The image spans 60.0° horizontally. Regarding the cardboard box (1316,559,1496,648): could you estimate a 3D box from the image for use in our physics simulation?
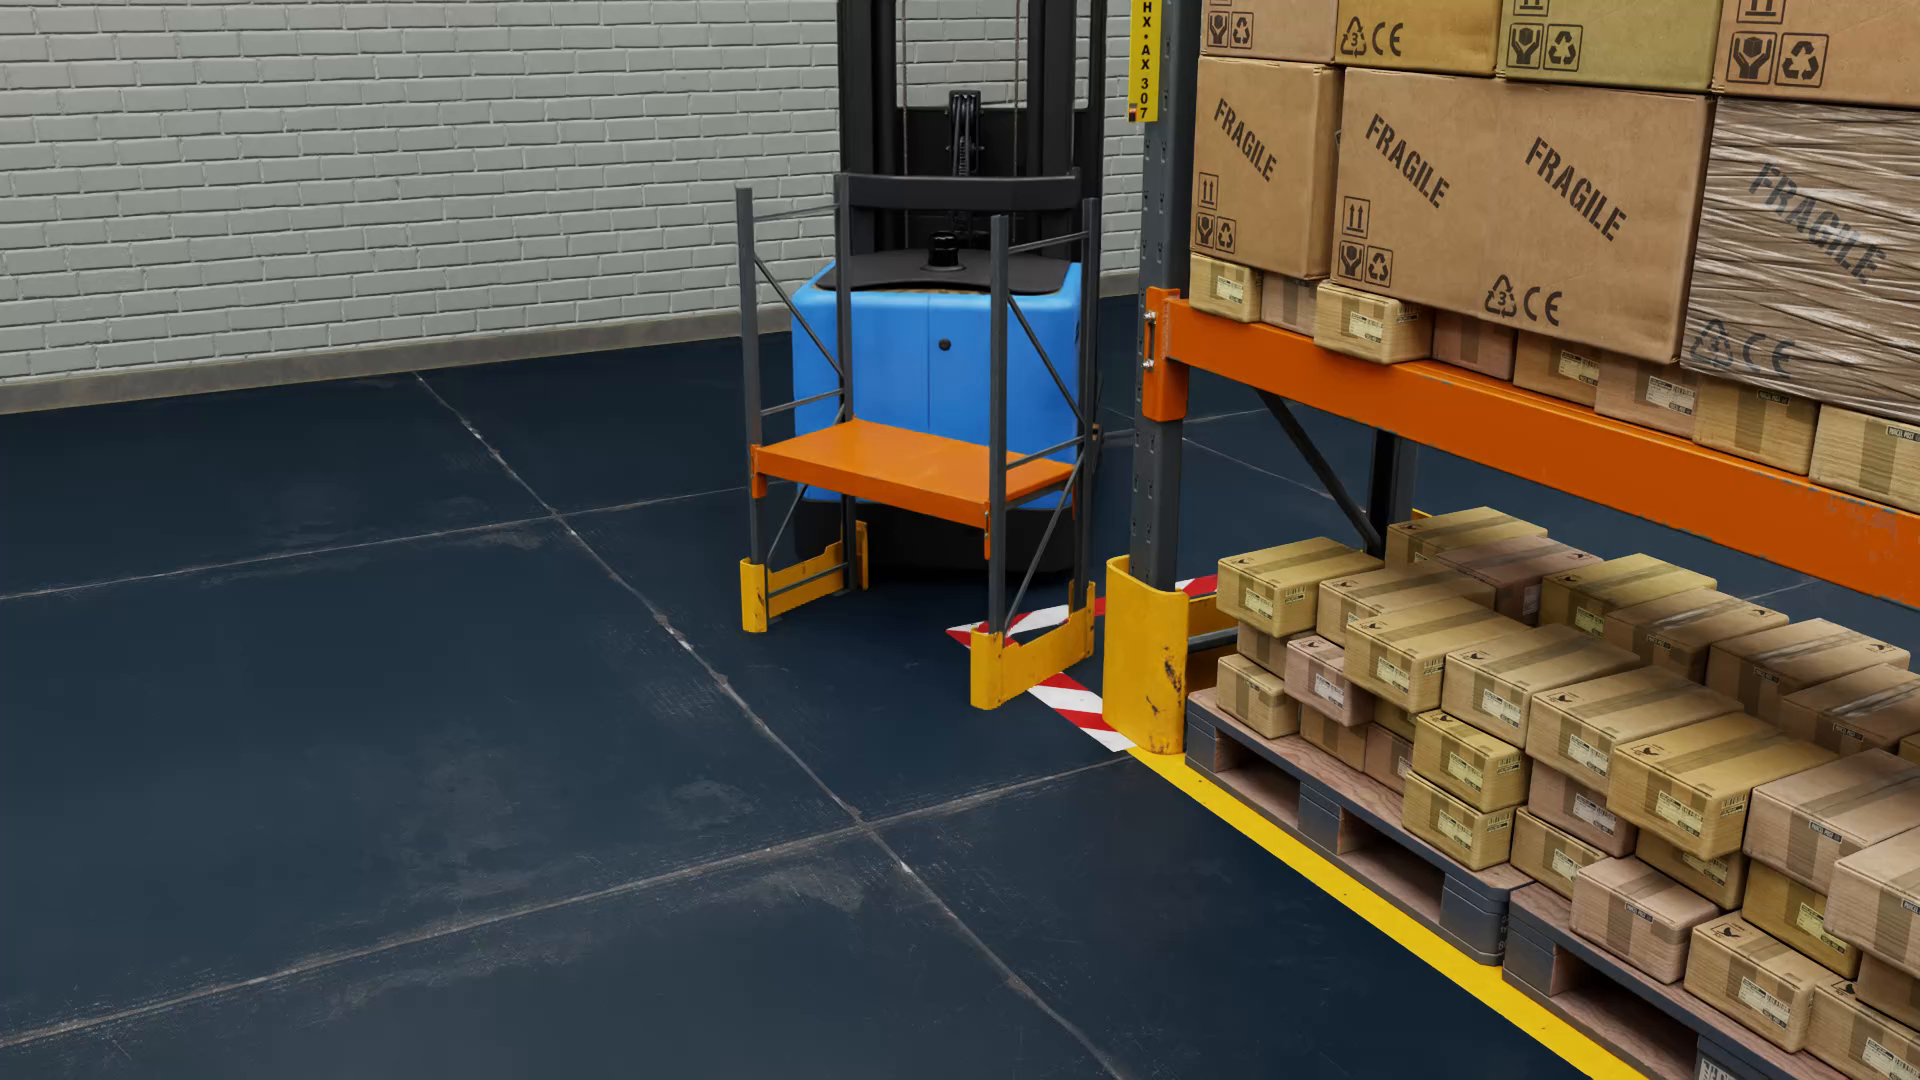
[{"bbox_3d":[1.155,0.184,4.315,0.380,0.149,0.250,-10,21,-26],"label":"cardboard box"}]

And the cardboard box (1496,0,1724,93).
[{"bbox_3d":[1.421,-1.142,3.199,0.500,0.500,0.500,-11,22,-28],"label":"cardboard box"}]

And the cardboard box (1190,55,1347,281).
[{"bbox_3d":[0.939,-0.964,4.217,0.500,0.500,0.500,-9,21,-24],"label":"cardboard box"}]

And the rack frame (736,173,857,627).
[{"bbox_3d":[-0.544,-0.466,5.684,0.032,1.500,0.500,14,24,36],"label":"rack frame"}]

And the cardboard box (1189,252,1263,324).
[{"bbox_3d":[0.834,-0.685,4.404,0.380,0.149,0.250,-10,21,-27],"label":"cardboard box"}]

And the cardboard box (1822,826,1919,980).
[{"bbox_3d":[1.786,0.644,2.982,0.380,0.149,0.250,-11,22,-29],"label":"cardboard box"}]

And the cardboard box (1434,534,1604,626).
[{"bbox_3d":[1.512,0.114,4.517,0.380,0.149,0.250,-10,21,-26],"label":"cardboard box"}]

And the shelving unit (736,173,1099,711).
[{"bbox_3d":[-0.152,-0.365,5.391,1.083,1.500,0.587,14,24,36],"label":"shelving unit"}]

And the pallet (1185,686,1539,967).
[{"bbox_3d":[1.359,0.631,4.479,1.003,0.211,1.213,-10,21,-27],"label":"pallet"}]

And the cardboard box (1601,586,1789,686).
[{"bbox_3d":[1.814,0.253,4.115,0.380,0.149,0.250,-11,22,-29],"label":"cardboard box"}]

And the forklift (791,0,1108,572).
[{"bbox_3d":[0.079,-1.706,7.083,1.130,2.935,3.031,2,19,7],"label":"forklift"}]

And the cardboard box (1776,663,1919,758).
[{"bbox_3d":[2.018,0.414,3.647,0.380,0.149,0.250,-11,22,-28],"label":"cardboard box"}]

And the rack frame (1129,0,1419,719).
[{"bbox_3d":[0.968,-0.948,4.779,1.000,3.000,0.127,-10,21,-27],"label":"rack frame"}]

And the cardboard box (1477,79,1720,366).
[{"bbox_3d":[1.437,-0.672,3.370,0.500,0.500,0.500,-10,21,-26],"label":"cardboard box"}]

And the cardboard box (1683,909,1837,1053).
[{"bbox_3d":[1.682,0.843,3.315,0.380,0.149,0.250,-10,21,-27],"label":"cardboard box"}]

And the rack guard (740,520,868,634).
[{"bbox_3d":[-0.543,0.125,5.887,0.087,0.250,0.587,14,24,36],"label":"rack guard"}]

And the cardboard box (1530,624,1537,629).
[{"bbox_3d":[1.547,0.252,4.575,0.380,0.149,0.250,-11,22,-28],"label":"cardboard box"}]

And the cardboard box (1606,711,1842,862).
[{"bbox_3d":[1.561,0.498,3.404,0.380,0.149,0.250,-10,21,-26],"label":"cardboard box"}]

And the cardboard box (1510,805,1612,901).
[{"bbox_3d":[1.486,0.683,3.780,0.380,0.149,0.250,-10,21,-27],"label":"cardboard box"}]

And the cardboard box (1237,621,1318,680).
[{"bbox_3d":[0.991,0.251,4.576,0.380,0.149,0.250,-9,21,-24],"label":"cardboard box"}]

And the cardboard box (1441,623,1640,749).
[{"bbox_3d":[1.353,0.334,3.879,0.380,0.149,0.250,-11,22,-29],"label":"cardboard box"}]

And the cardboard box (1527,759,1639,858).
[{"bbox_3d":[1.502,0.547,3.719,0.380,0.149,0.250,-11,22,-29],"label":"cardboard box"}]

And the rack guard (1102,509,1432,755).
[{"bbox_3d":[1.005,0.256,5.124,1.175,0.500,0.348,-10,21,-27],"label":"rack guard"}]

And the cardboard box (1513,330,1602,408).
[{"bbox_3d":[1.423,-0.398,3.572,0.380,0.149,0.250,-10,22,-27],"label":"cardboard box"}]

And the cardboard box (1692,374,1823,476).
[{"bbox_3d":[1.619,-0.245,3.129,0.380,0.149,0.250,-9,21,-25],"label":"cardboard box"}]

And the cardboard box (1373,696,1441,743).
[{"bbox_3d":[1.266,0.395,4.159,0.380,0.149,0.250,-10,21,-26],"label":"cardboard box"}]

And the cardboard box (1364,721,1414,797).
[{"bbox_3d":[1.256,0.534,4.212,0.380,0.149,0.250,-10,21,-26],"label":"cardboard box"}]

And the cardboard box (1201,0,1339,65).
[{"bbox_3d":[0.948,-1.438,4.059,0.500,0.500,0.500,-10,21,-27],"label":"cardboard box"}]

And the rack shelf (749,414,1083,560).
[{"bbox_3d":[-0.145,-0.193,5.444,1.000,0.185,0.538,14,24,36],"label":"rack shelf"}]

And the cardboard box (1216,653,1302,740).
[{"bbox_3d":[0.936,0.401,4.596,0.380,0.149,0.250,-10,21,-26],"label":"cardboard box"}]

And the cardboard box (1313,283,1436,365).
[{"bbox_3d":[1.072,-0.533,3.963,0.380,0.149,0.250,-11,22,-28],"label":"cardboard box"}]

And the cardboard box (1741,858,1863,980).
[{"bbox_3d":[1.787,0.697,3.282,0.380,0.149,0.250,-9,21,-24],"label":"cardboard box"}]
